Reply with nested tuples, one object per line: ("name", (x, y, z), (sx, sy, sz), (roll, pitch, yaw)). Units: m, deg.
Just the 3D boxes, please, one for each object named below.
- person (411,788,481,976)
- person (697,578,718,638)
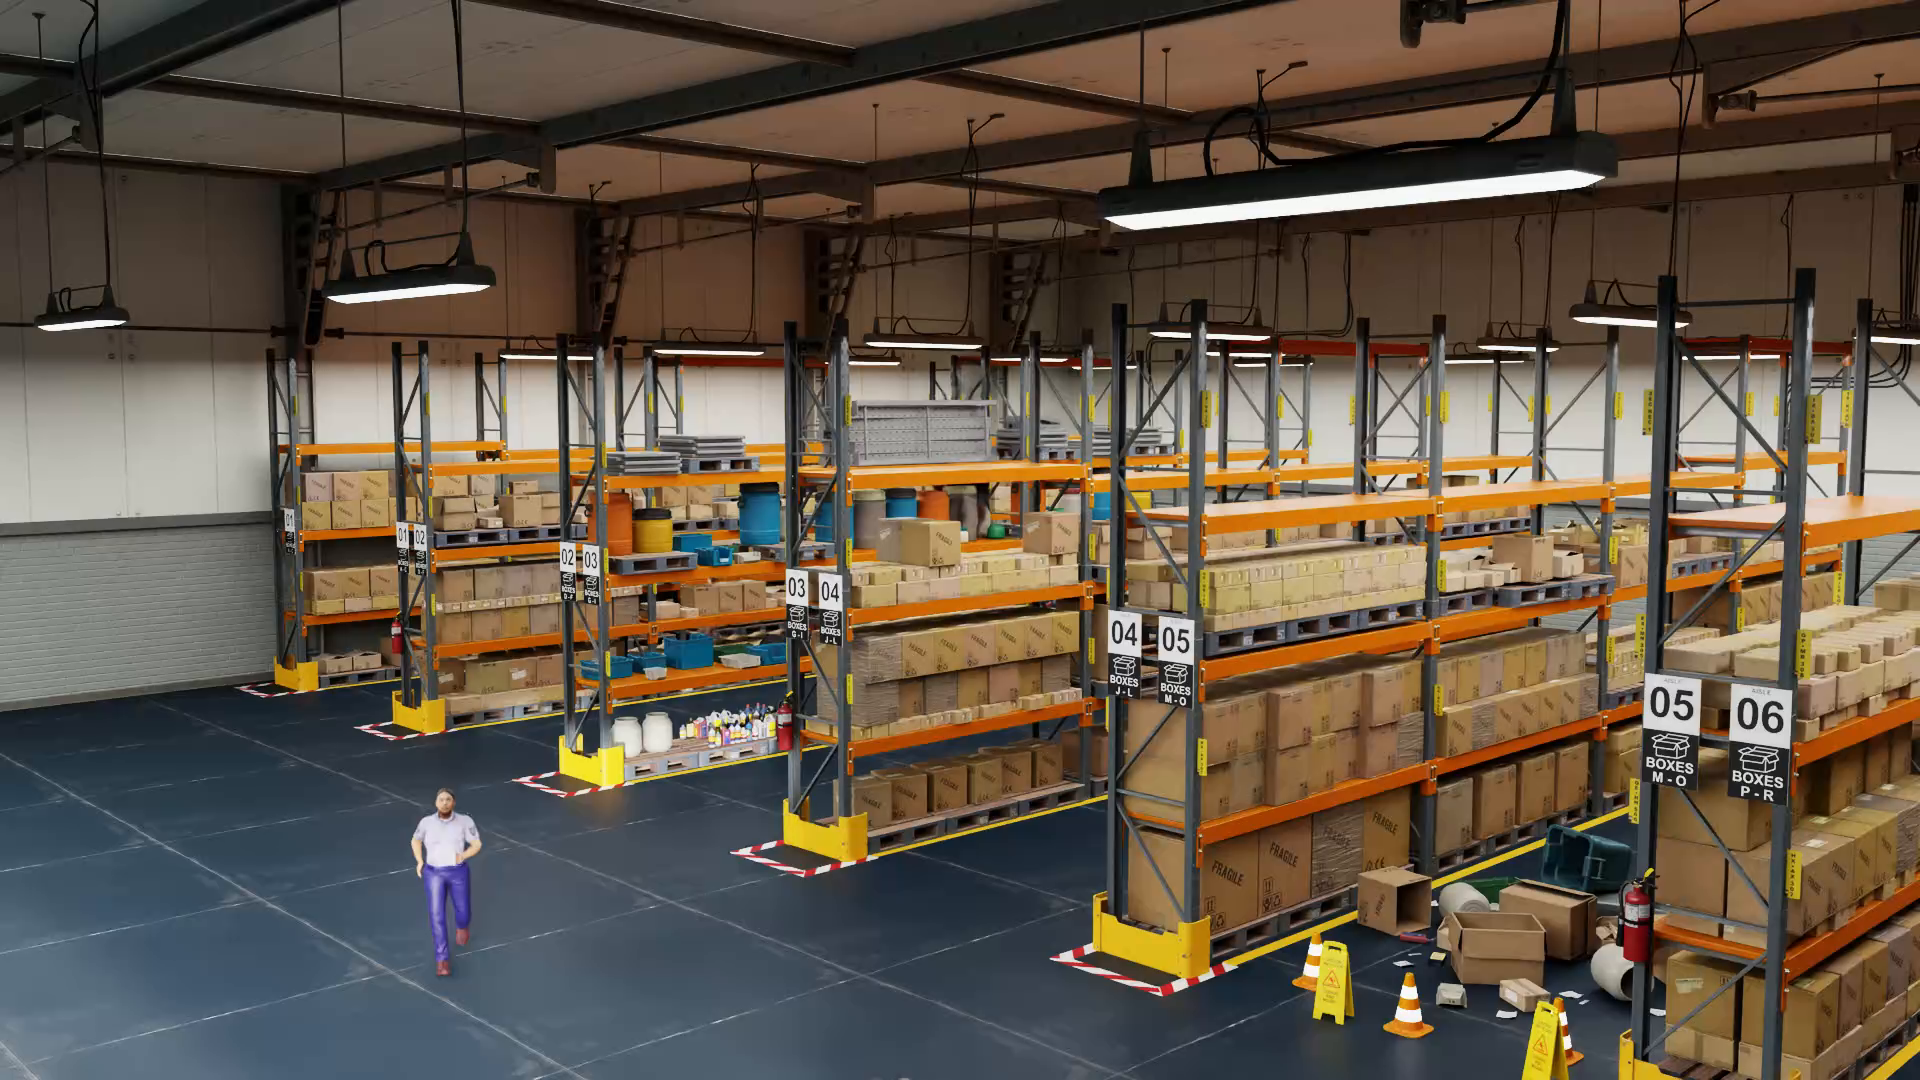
("person", (-4.667, 3.052, 15.120), (0.620, 1.612, 0.813), (-1, 5, -15))
("person", (-4.916, 1.532, 32.743), (0.565, 1.608, 0.558), (3, 6, 34))
